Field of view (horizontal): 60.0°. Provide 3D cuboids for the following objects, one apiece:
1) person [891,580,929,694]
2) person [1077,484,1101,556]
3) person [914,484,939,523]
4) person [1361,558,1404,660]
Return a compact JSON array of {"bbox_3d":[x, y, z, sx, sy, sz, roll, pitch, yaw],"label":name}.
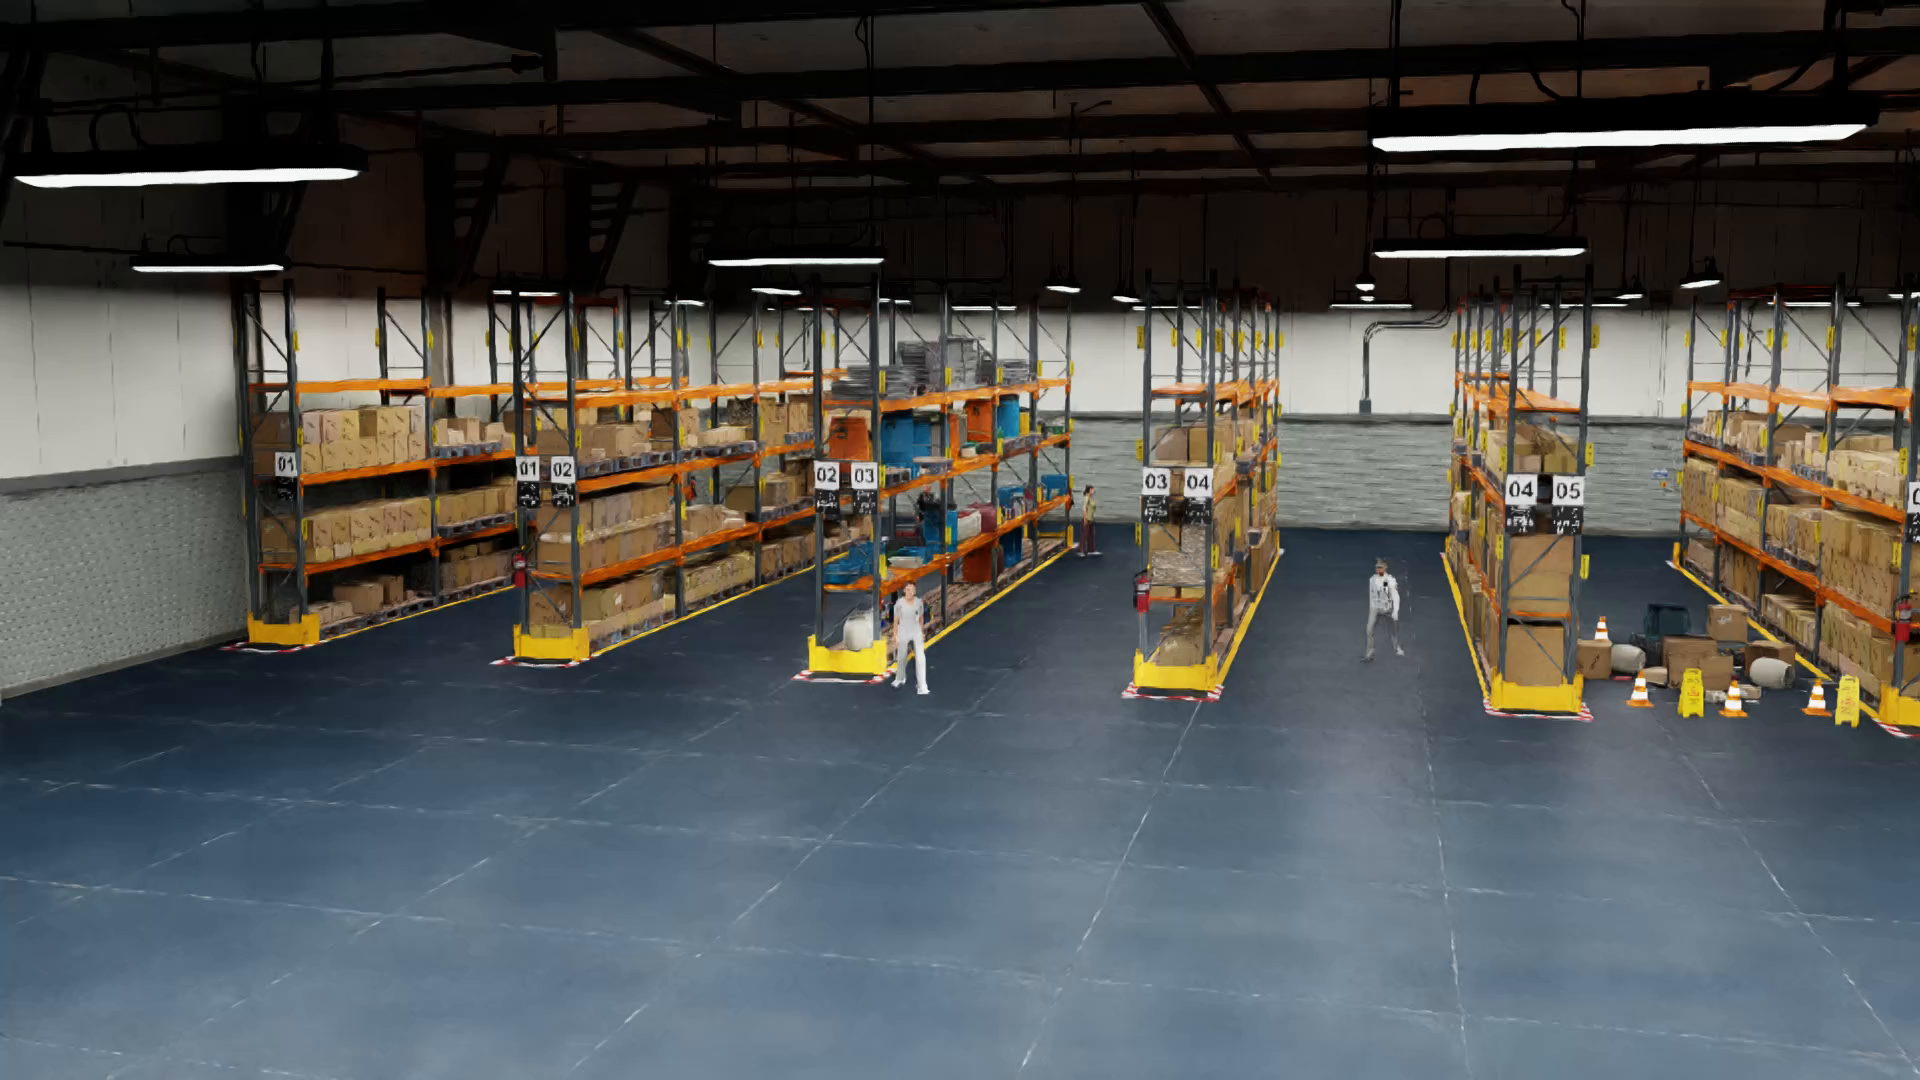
[{"bbox_3d":[-0.722,1.362,23.752,0.481,1.620,0.951,-1,7,-9],"label":"person"},{"bbox_3d":[2.994,-0.473,38.722,0.477,1.667,0.560,2,7,19],"label":"person"},{"bbox_3d":[-0.753,-0.508,39.128,0.677,1.674,0.534,1,7,12],"label":"person"},{"bbox_3d":[6.675,1.069,26.158,0.517,1.610,0.938,5,8,34],"label":"person"}]
